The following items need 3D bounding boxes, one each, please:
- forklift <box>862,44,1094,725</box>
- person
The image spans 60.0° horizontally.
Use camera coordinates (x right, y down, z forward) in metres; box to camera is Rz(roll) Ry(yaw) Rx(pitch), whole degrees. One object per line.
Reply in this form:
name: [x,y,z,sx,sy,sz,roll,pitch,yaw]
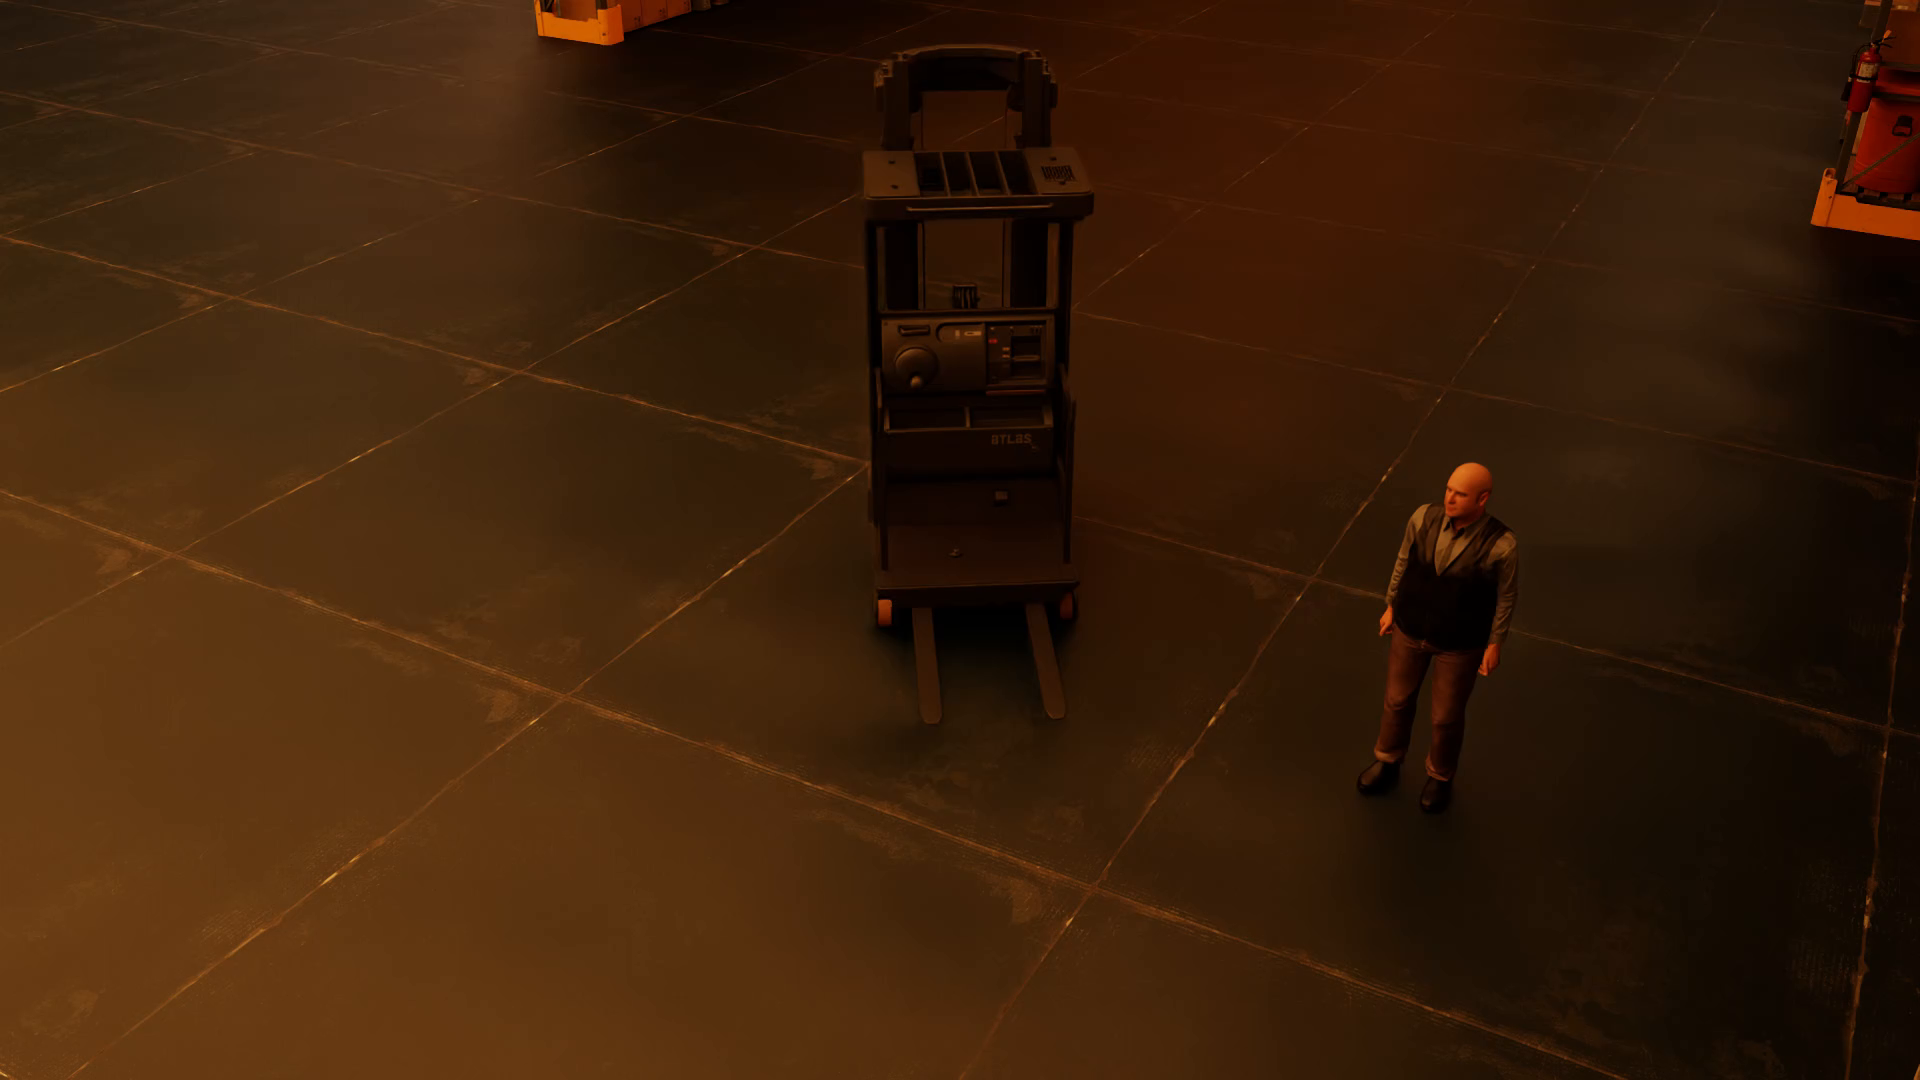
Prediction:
forklift: [0.064,-0.955,8.725,1.130,2.935,3.031,-2,30,-3]
person: [2.162,0.435,7.528,0.580,1.725,0.387,21,36,32]
